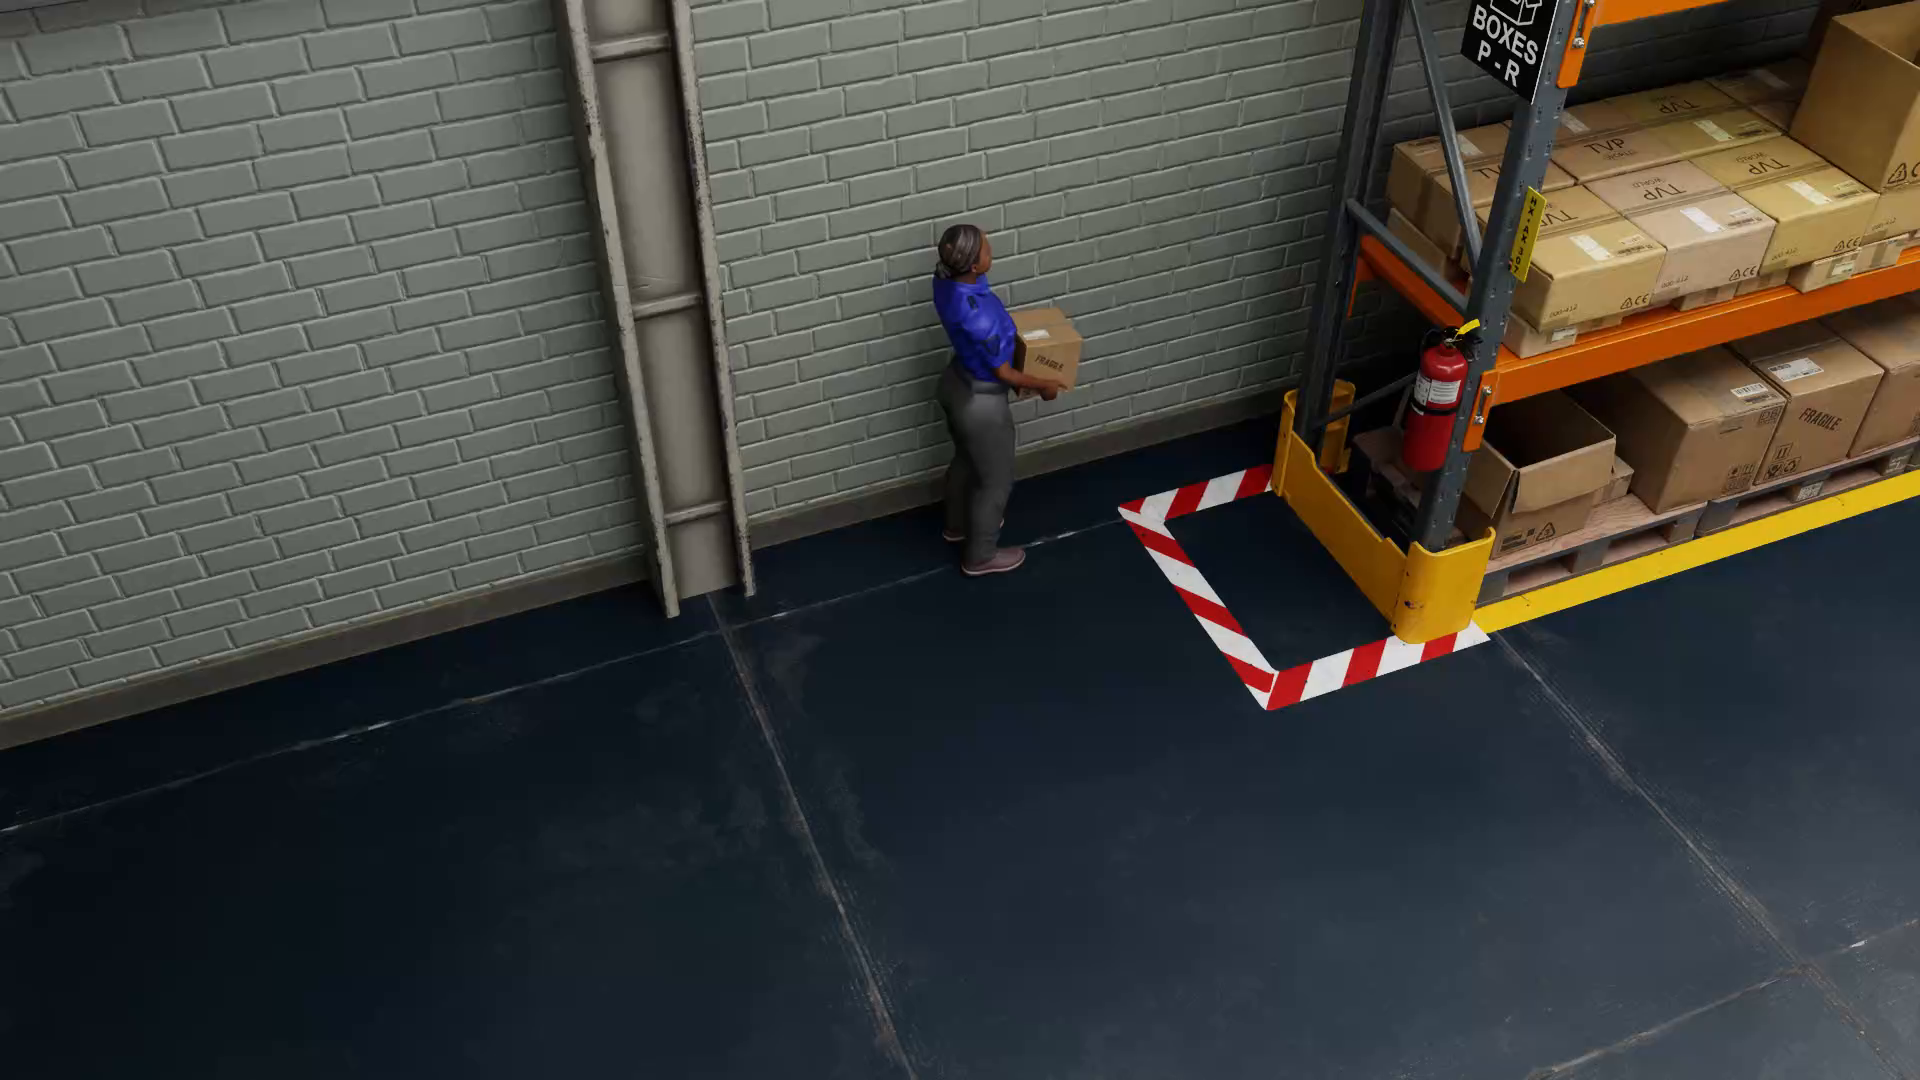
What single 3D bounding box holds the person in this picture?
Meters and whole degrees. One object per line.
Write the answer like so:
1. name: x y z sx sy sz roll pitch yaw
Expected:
1. person: 0.146 -0.587 6.824 0.517 1.647 0.450 -15 44 -16
